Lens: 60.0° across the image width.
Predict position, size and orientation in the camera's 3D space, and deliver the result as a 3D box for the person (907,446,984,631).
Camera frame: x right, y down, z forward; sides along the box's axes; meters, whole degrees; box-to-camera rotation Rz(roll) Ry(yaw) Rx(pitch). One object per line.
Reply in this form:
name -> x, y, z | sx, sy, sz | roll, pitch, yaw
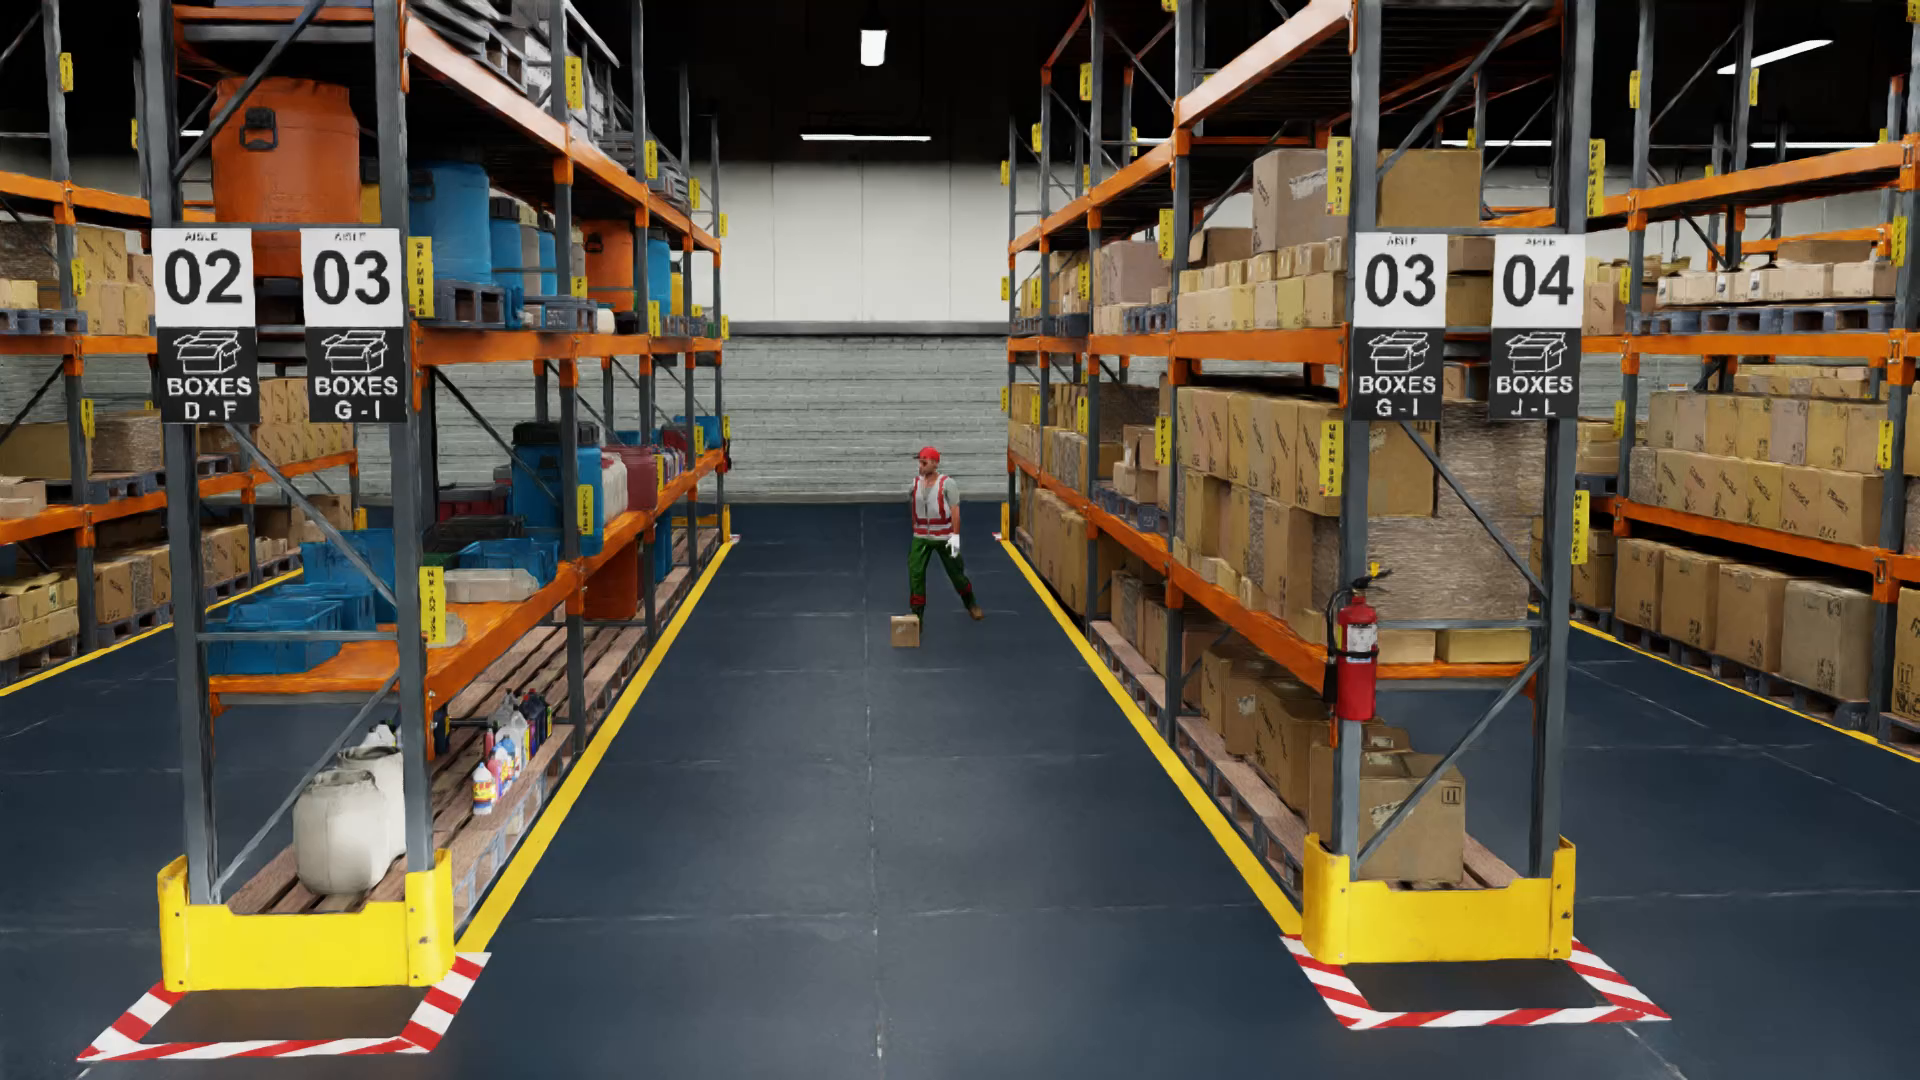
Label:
person -> -0.177, -0.022, 15.910 | 0.643, 1.767, 0.974 | 2, 7, 17
